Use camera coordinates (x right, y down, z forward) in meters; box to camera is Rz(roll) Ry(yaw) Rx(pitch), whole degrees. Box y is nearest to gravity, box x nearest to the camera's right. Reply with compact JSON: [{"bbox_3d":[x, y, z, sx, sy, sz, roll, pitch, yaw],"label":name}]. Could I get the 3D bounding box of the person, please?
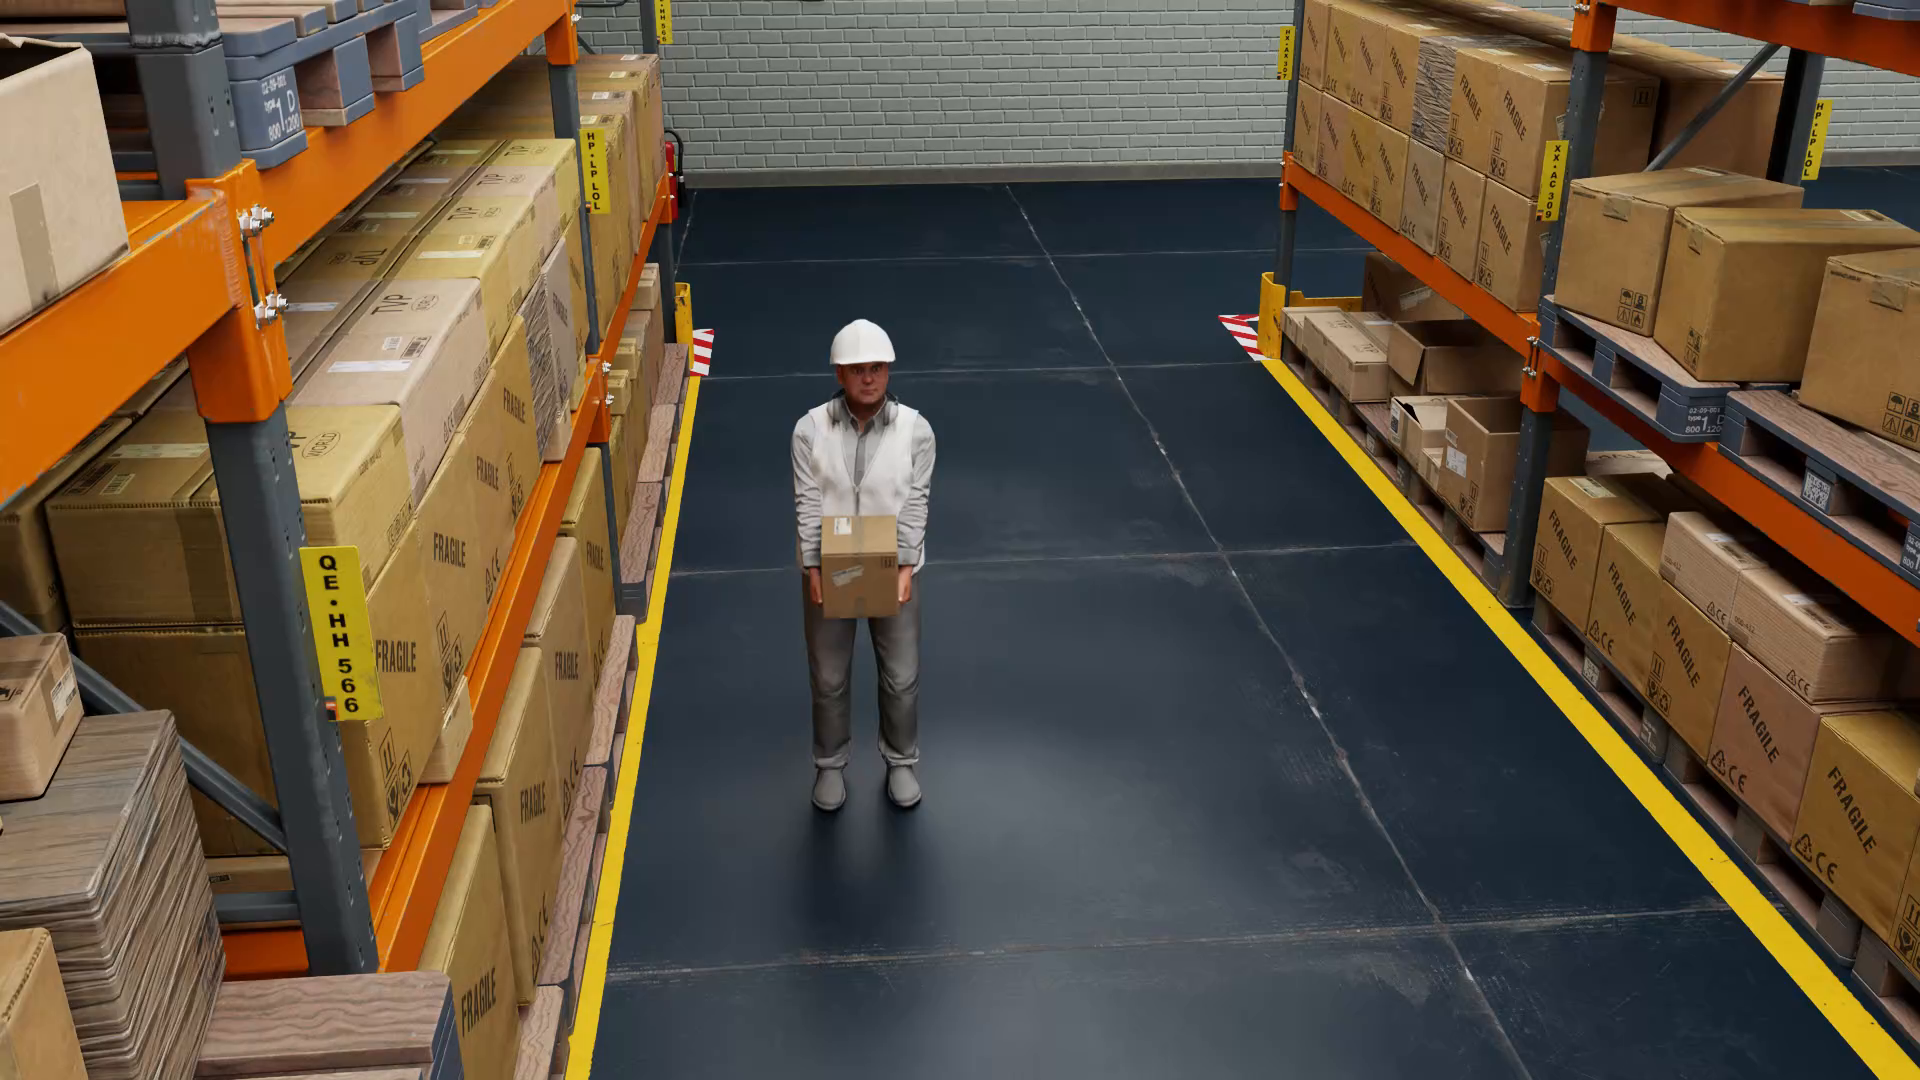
[{"bbox_3d":[-0.323,0.141,5.754,0.494,1.762,0.560,-1,24,-3],"label":"person"}]
